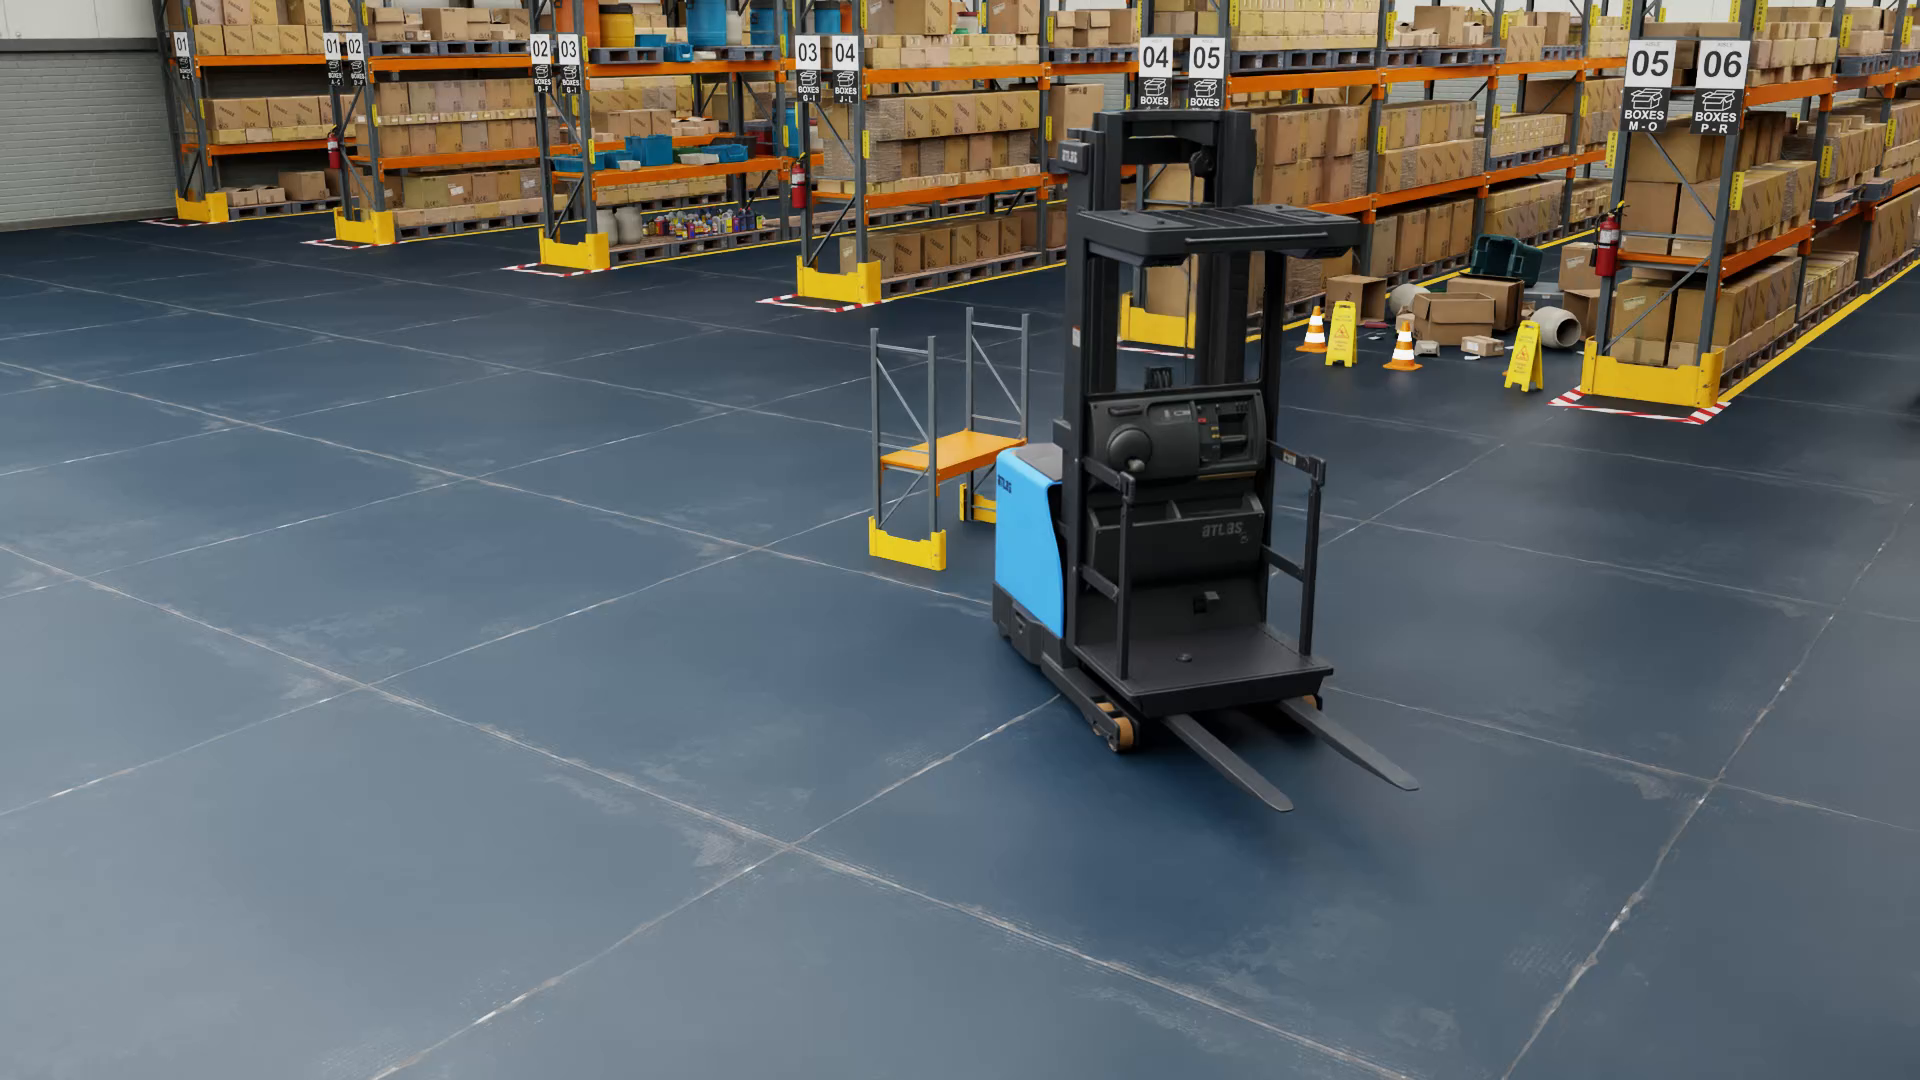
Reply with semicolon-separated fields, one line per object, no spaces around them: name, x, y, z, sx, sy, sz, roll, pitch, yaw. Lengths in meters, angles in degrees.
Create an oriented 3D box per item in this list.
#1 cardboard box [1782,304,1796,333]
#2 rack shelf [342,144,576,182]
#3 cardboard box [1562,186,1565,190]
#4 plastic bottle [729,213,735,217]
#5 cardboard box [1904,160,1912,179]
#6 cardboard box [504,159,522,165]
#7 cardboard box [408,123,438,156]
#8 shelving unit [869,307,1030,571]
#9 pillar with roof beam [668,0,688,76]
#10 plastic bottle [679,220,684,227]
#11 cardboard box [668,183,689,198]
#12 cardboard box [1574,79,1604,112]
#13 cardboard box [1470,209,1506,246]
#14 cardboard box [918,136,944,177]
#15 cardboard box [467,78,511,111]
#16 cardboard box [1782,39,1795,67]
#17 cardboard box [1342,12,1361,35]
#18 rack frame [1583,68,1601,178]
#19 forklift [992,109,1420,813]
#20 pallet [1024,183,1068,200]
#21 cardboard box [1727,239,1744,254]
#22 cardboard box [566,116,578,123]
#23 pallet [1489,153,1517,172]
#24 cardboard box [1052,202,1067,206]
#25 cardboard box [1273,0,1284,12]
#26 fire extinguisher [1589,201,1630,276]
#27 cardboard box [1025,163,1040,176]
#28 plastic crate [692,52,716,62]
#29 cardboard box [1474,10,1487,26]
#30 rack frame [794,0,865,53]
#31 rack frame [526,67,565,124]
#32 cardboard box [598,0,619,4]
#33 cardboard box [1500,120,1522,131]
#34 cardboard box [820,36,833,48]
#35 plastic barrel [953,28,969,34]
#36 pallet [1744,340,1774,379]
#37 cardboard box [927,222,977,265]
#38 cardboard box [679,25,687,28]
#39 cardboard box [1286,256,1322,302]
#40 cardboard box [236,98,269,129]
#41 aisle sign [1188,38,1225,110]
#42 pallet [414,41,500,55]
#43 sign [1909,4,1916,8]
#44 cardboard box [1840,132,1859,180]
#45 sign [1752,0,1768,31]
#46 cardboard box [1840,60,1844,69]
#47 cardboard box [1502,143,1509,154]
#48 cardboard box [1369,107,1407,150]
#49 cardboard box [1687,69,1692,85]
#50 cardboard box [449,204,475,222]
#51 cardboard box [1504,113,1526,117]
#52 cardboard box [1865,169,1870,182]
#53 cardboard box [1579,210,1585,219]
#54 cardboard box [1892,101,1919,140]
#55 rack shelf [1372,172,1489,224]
cardboard box;8.621;-2.398;17.836;0.500;0.250;0.500;14;22;37
rack shelf;-8.346;-6.382;27.949;1.077;0.370;4.000;12;21;35
cardboard box;10.210;-6.033;28.708;0.380;0.149;0.250;12;21;33
plastic bottle;-3.579;-5.005;26.153;0.152;0.276;0.135;12;21;35
cardboard box;12.839;-5.143;23.002;0.500;0.250;0.500;12;21;33
cardboard box;-9.539;-7.762;34.655;0.700;0.500;0.500;12;21;35
cardboard box;-8.940;-6.531;27.050;0.700;0.500;0.500;13;22;36
shelving unit;-0.045;-0.698;10.963;0.587;1.500;1.083;12;21;35
pillar with roof beam;-3.189;-12.405;36.018;9.100;9.000;0.400;12;21;35
plastic bottle;-4.346;-4.879;25.873;0.097;0.201;0.097;0;17;0
cardboard box;-5.495;-6.631;31.466;0.500;0.250;0.500;13;21;36
cardboard box;10.250;-7.313;27.379;0.500;0.500;0.500;12;21;33
cardboard box;7.732;-4.633;24.610;0.500;0.500;0.500;11;21;32
cardboard box;-0.700;-5.065;21.826;0.875;0.500;0.500;12;21;35
cardboard box;-8.013;-7.522;28.053;0.700;0.500;0.500;12;21;35
cardboard box;7.484;-4.568;15.588;0.500;0.250;0.500;13;22;36
cardboard box;4.334;-6.018;19.381;0.500;0.250;0.500;12;21;34
rack frame;11.872;-7.408;30.040;1.000;3.000;0.127;12;21;35
forklift;1.149;-0.520;7.977;1.130;2.935;3.031;-6;18;-18
pallet;1.995;-7.081;33.690;1.003;0.211;1.213;12;21;35
cardboard box;7.105;-2.782;15.568;0.380;0.149;0.250;12;21;33
cardboard box;-8.370;-8.956;35.415;0.380;0.149;0.250;12;21;34
pallet;7.445;-5.599;24.540;1.213;0.211;1.003;12;21;35
cardboard box;1.815;-4.853;25.285;0.700;0.500;0.500;10;20;30
cardboard box;3.247;-5.742;17.822;0.380;0.149;0.250;13;21;35
fire extinguisher;5.936;-2.763;15.215;0.296;0.674;0.183;12;21;35
cardboard box;0.907;-5.227;23.441;0.380;0.149;0.250;12;21;35
plastic crate;-3.810;-7.178;24.688;0.243;0.136;0.396;12;21;35
cardboard box;7.432;-7.615;24.191;0.396;0.266;0.258;12;21;35
rack frame;-1.584;-7.362;19.779;1.000;3.000;0.127;12;21;35
rack frame;-8.752;-9.029;35.260;1.000;3.000;0.127;12;21;35
cardboard box;-6.435;-9.401;29.681;0.500;0.500;0.500;15;23;40
cardboard box;8.162;-6.193;24.840;0.380;0.149;0.250;14;22;37
cardboard box;-1.669;-6.170;20.577;0.380;0.149;0.250;12;21;35
plastic barrel;0.021;-9.049;29.820;0.294;0.245;0.294;0;17;0
pallet;7.660;-1.909;17.036;1.003;0.211;1.213;12;21;35
cardboard box;-0.113;-4.069;22.796;0.500;0.500;0.500;10;20;30
cardboard box;-6.149;-11.795;38.487;0.500;0.250;0.500;13;21;35
cardboard box;3.757;-3.383;19.953;0.875;0.875;0.875;13;21;35
cardboard box;-12.690;-7.596;29.601;0.500;0.500;0.500;12;21;35
aisle sign;2.538;-4.768;17.158;0.394;0.787;0.004;12;21;35
pallet;-8.369;-8.095;27.344;1.003;0.211;1.213;12;21;35
sign;15.466;-8.544;27.035;0.100;0.325;0.005;12;21;35
cardboard box;9.871;-4.385;18.928;0.500;0.500;0.500;12;21;34
sign;6.810;-4.500;14.146;0.100;0.325;0.005;12;21;35
cardboard box;10.255;-5.765;19.519;0.797;0.503;0.637;12;21;35
cardboard box;7.855;-5.782;24.521;0.380;0.149;0.250;14;22;37
cardboard box;5.318;-5.317;21.453;0.700;0.500;0.500;12;21;34
cardboard box;6.484;-4.258;15.264;0.380;0.149;0.250;13;21;35
cardboard box;-8.446;-5.463;27.707;0.500;0.250;0.500;12;21;35
cardboard box;8.885;-6.807;26.819;0.380;0.149;0.250;14;22;37
cardboard box;10.763;-4.409;20.101;0.380;0.149;0.250;11;20;32
cardboard box;10.229;-5.456;27.854;0.380;0.149;0.250;12;21;34
cardboard box;13.158;-5.854;23.183;0.500;0.500;0.500;13;21;36
rack shelf;5.914;-4.682;22.477;1.077;0.370;4.000;12;21;35
